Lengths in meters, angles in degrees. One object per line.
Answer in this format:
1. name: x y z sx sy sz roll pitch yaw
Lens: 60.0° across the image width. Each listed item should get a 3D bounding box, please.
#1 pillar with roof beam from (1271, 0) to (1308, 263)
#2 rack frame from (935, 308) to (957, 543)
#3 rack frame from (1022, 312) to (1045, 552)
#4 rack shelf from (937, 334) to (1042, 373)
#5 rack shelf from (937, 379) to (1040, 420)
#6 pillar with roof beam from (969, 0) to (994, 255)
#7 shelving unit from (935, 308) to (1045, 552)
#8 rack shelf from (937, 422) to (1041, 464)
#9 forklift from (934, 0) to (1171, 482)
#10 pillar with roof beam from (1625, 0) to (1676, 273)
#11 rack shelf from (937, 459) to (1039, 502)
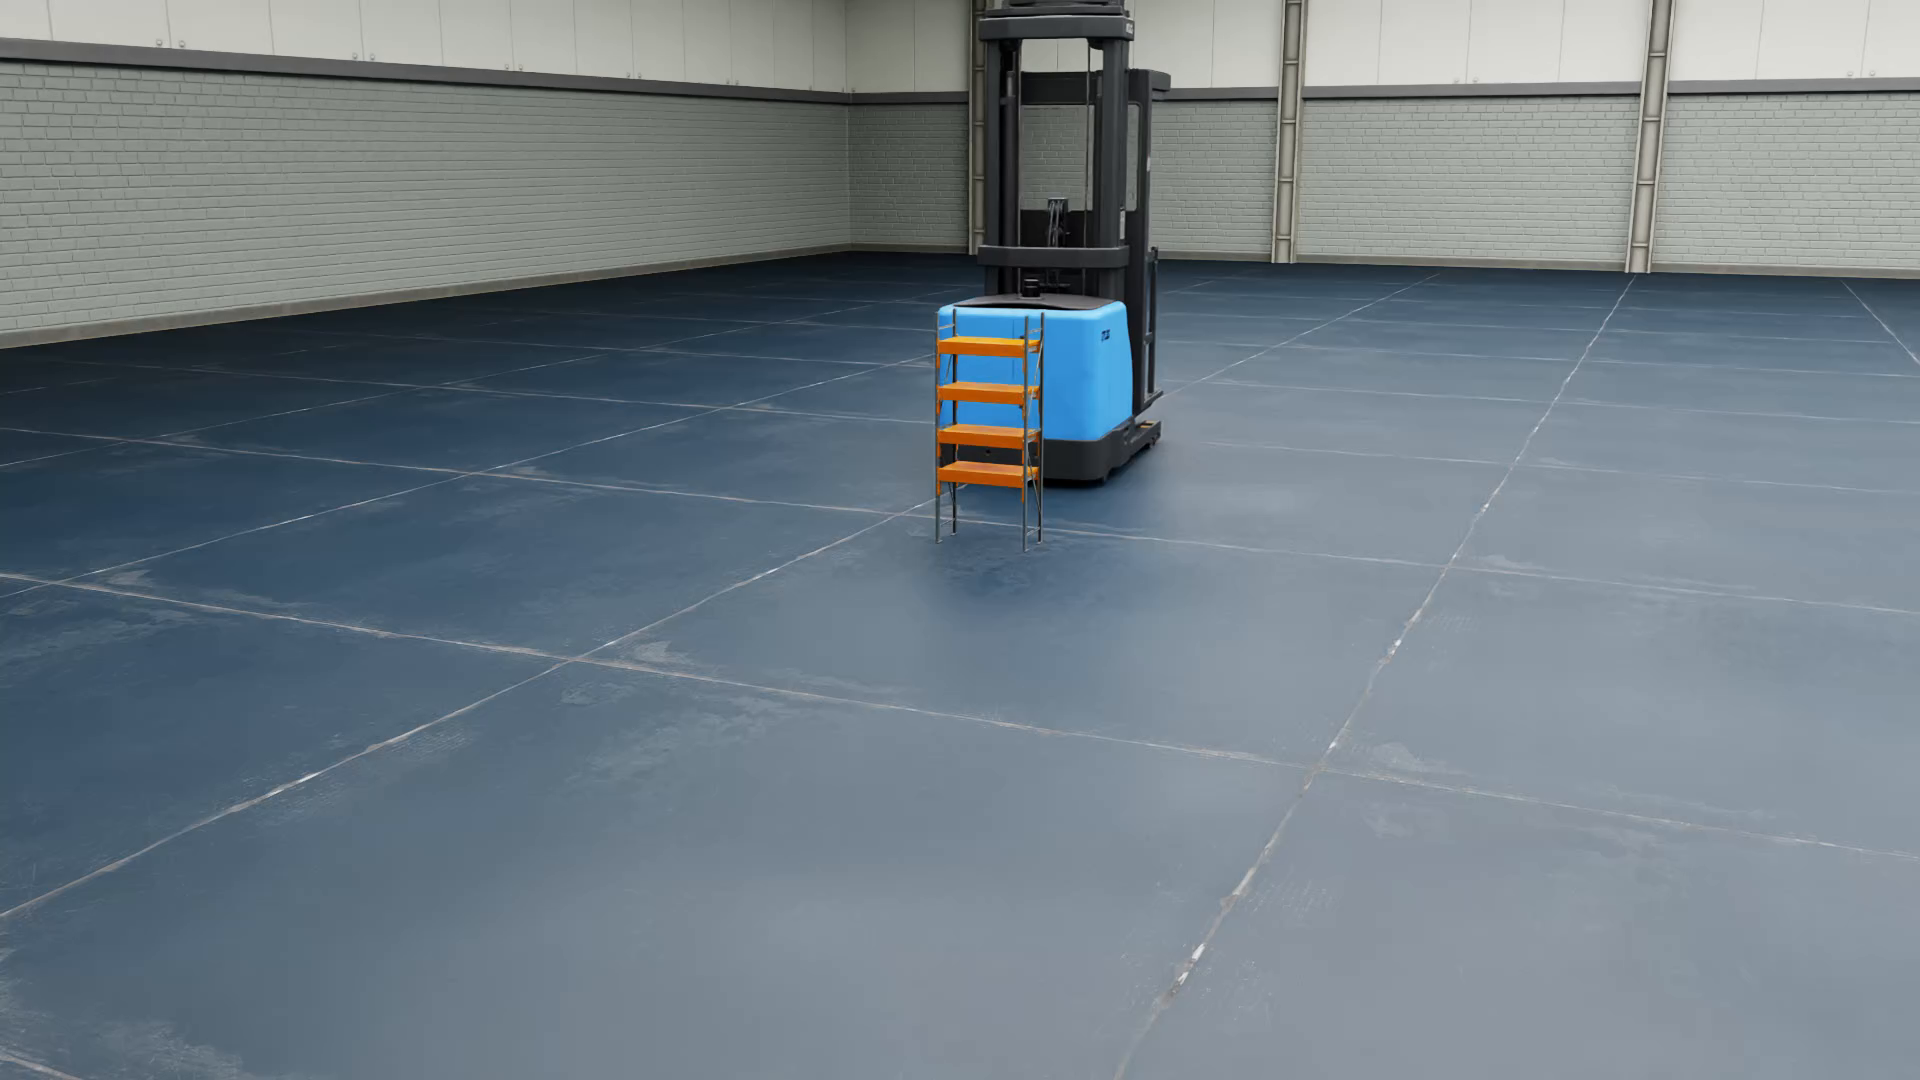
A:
1. pillar with roof beam: 4.156 -8.537 25.438 0.400 9.000 9.100 6 14 23
2. rack frame: -0.072 -0.591 8.649 0.015 1.200 0.240 6 14 23
3. rack frame: 0.374 -0.546 8.456 0.015 1.200 0.240 6 14 23
4. rack shelf: 0.151 -0.951 8.463 0.480 0.148 0.258 6 14 23
5. rack shelf: 0.151 -0.721 8.517 0.480 0.148 0.258 6 14 23
6. pillar with roof beam: -1.330 -9.092 27.804 0.400 9.000 9.100 6 14 23
7. shelving unit: 0.151 -0.569 8.552 0.503 1.200 0.258 6 14 23
8. rack shelf: 0.151 -0.503 8.568 0.480 0.148 0.258 6 14 23
9. forklift: 0.772 -2.073 11.172 1.130 2.935 3.031 4 14 17
10. pillar with roof beam: 9.642 -7.982 23.072 0.400 9.000 9.100 6 14 23
11. rack shelf: 0.151 -0.310 8.613 0.480 0.148 0.258 6 14 23
